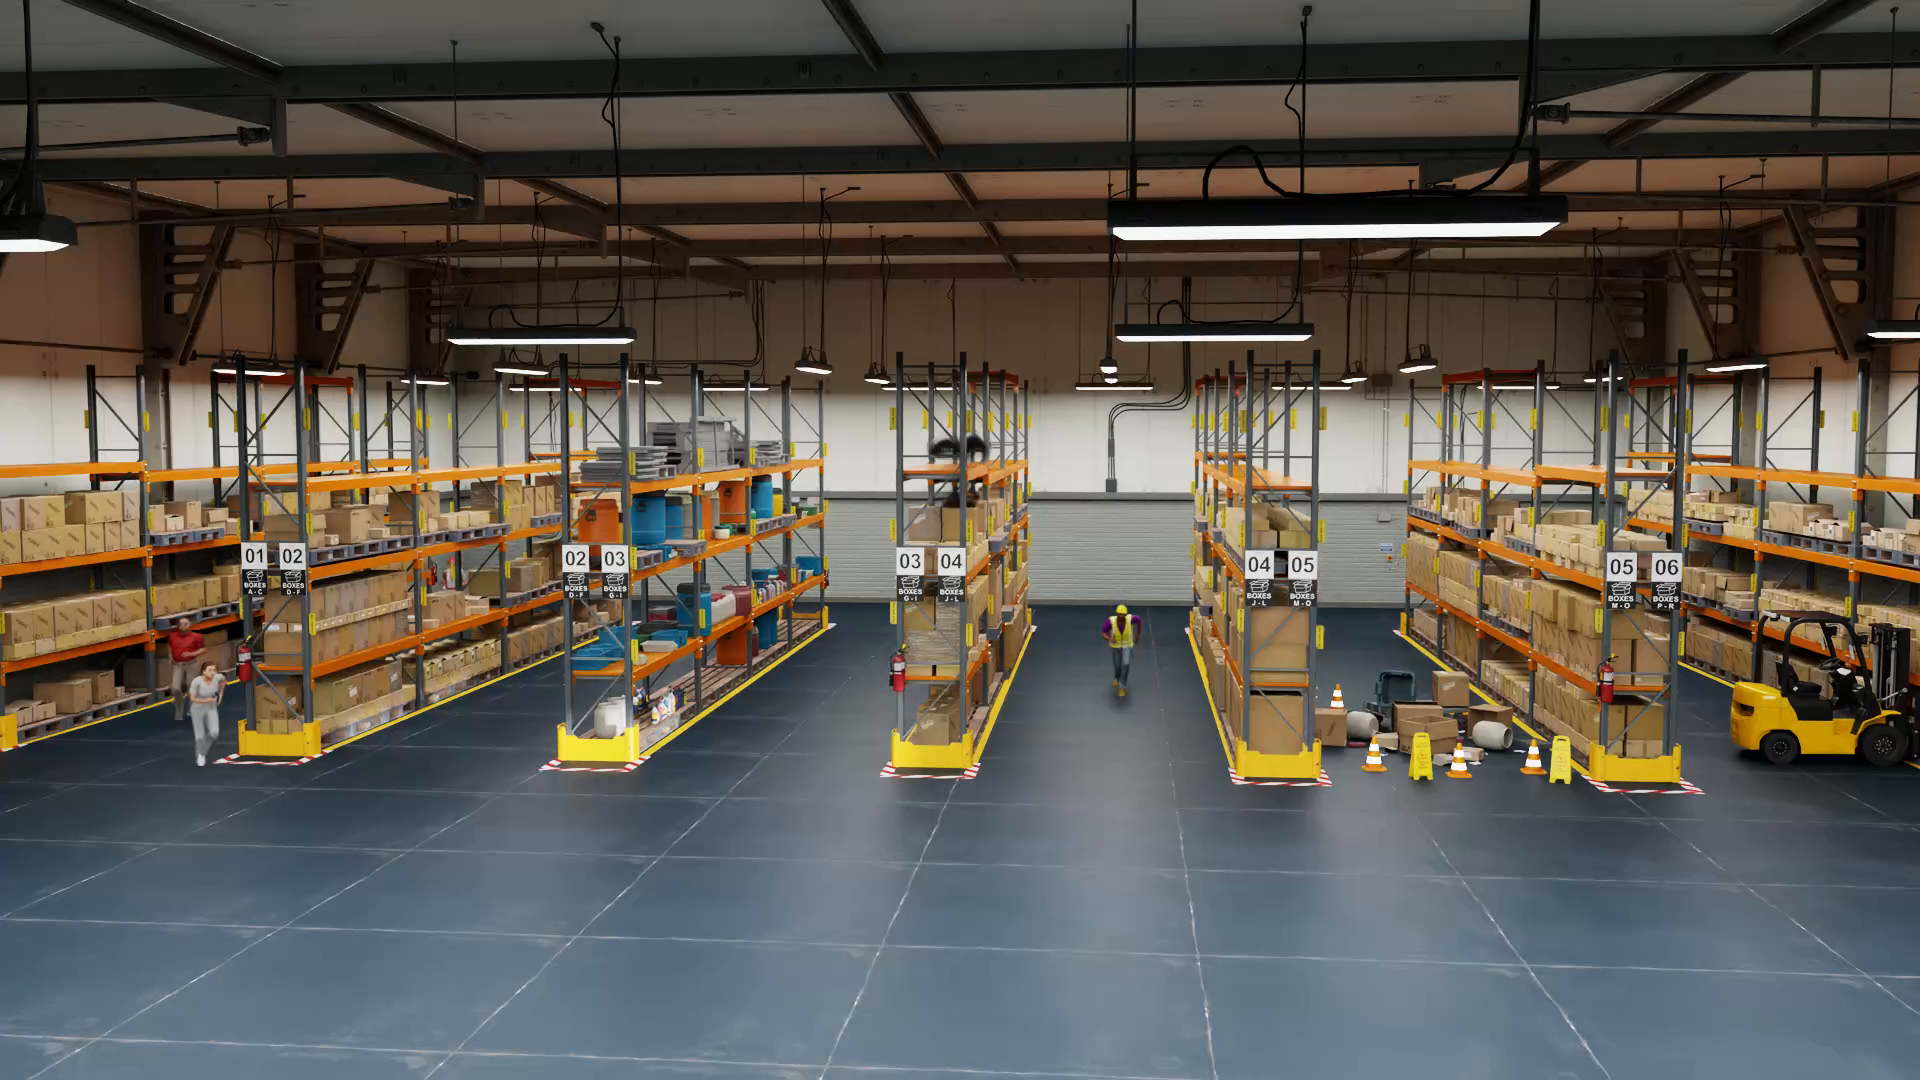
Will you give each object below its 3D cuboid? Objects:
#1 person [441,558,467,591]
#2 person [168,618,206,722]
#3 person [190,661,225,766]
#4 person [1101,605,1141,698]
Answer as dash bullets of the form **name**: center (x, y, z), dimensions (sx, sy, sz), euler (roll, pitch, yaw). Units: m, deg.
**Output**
- **person**: center (-12.007, 1.307, 39.488), dimensions (0.625, 1.785, 0.952), euler (0, 4, -3)
- **person**: center (-12.965, 2.173, 27.845), dimensions (0.650, 1.760, 0.722), euler (-1, 4, -11)
- **person**: center (-10.877, 2.497, 24.069), dimensions (0.553, 1.551, 0.830), euler (-3, 5, -40)
- **person**: center (2.963, 2.010, 30.626), dimensions (0.746, 1.719, 1.036), euler (0, 4, 1)
